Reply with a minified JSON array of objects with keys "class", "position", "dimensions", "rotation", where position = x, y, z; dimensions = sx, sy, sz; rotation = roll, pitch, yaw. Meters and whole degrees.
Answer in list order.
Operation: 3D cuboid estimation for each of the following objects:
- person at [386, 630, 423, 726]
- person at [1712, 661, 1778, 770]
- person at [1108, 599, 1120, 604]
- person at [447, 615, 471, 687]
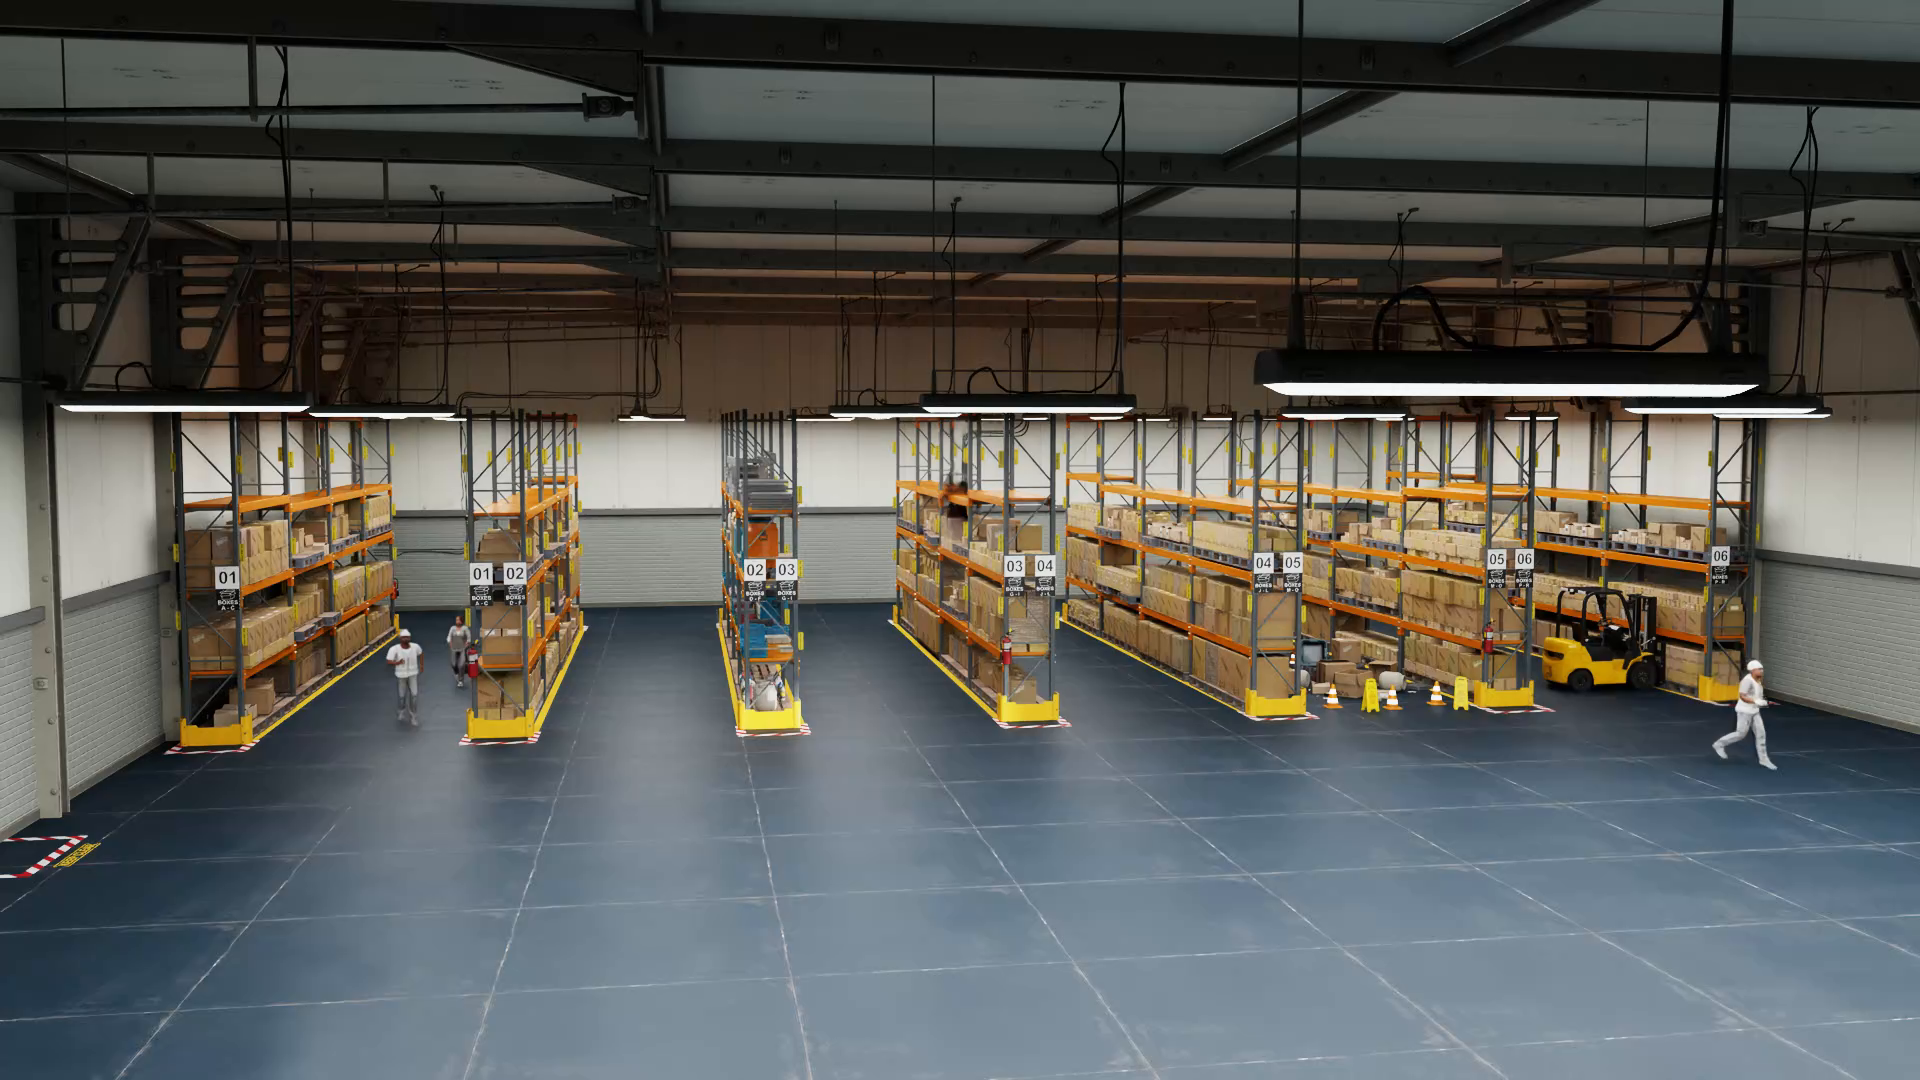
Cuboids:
[{"class":"person","position":[-10.583,2.622,31.745],"dimensions":[0.720,1.834,0.787],"rotation":[-2,4,-26]},{"class":"person","position":[13.154,2.891,27.800],"dimensions":[1.048,1.781,0.709],"rotation":[4,5,42]},{"class":"person","position":[4.564,1.410,49.337],"dimensions":[0.669,1.788,0.662],"rotation":[2,5,32]},{"class":"person","position":[-10.916,2.418,36.241],"dimensions":[0.535,1.550,0.556],"rotation":[-1,4,-9]}]
